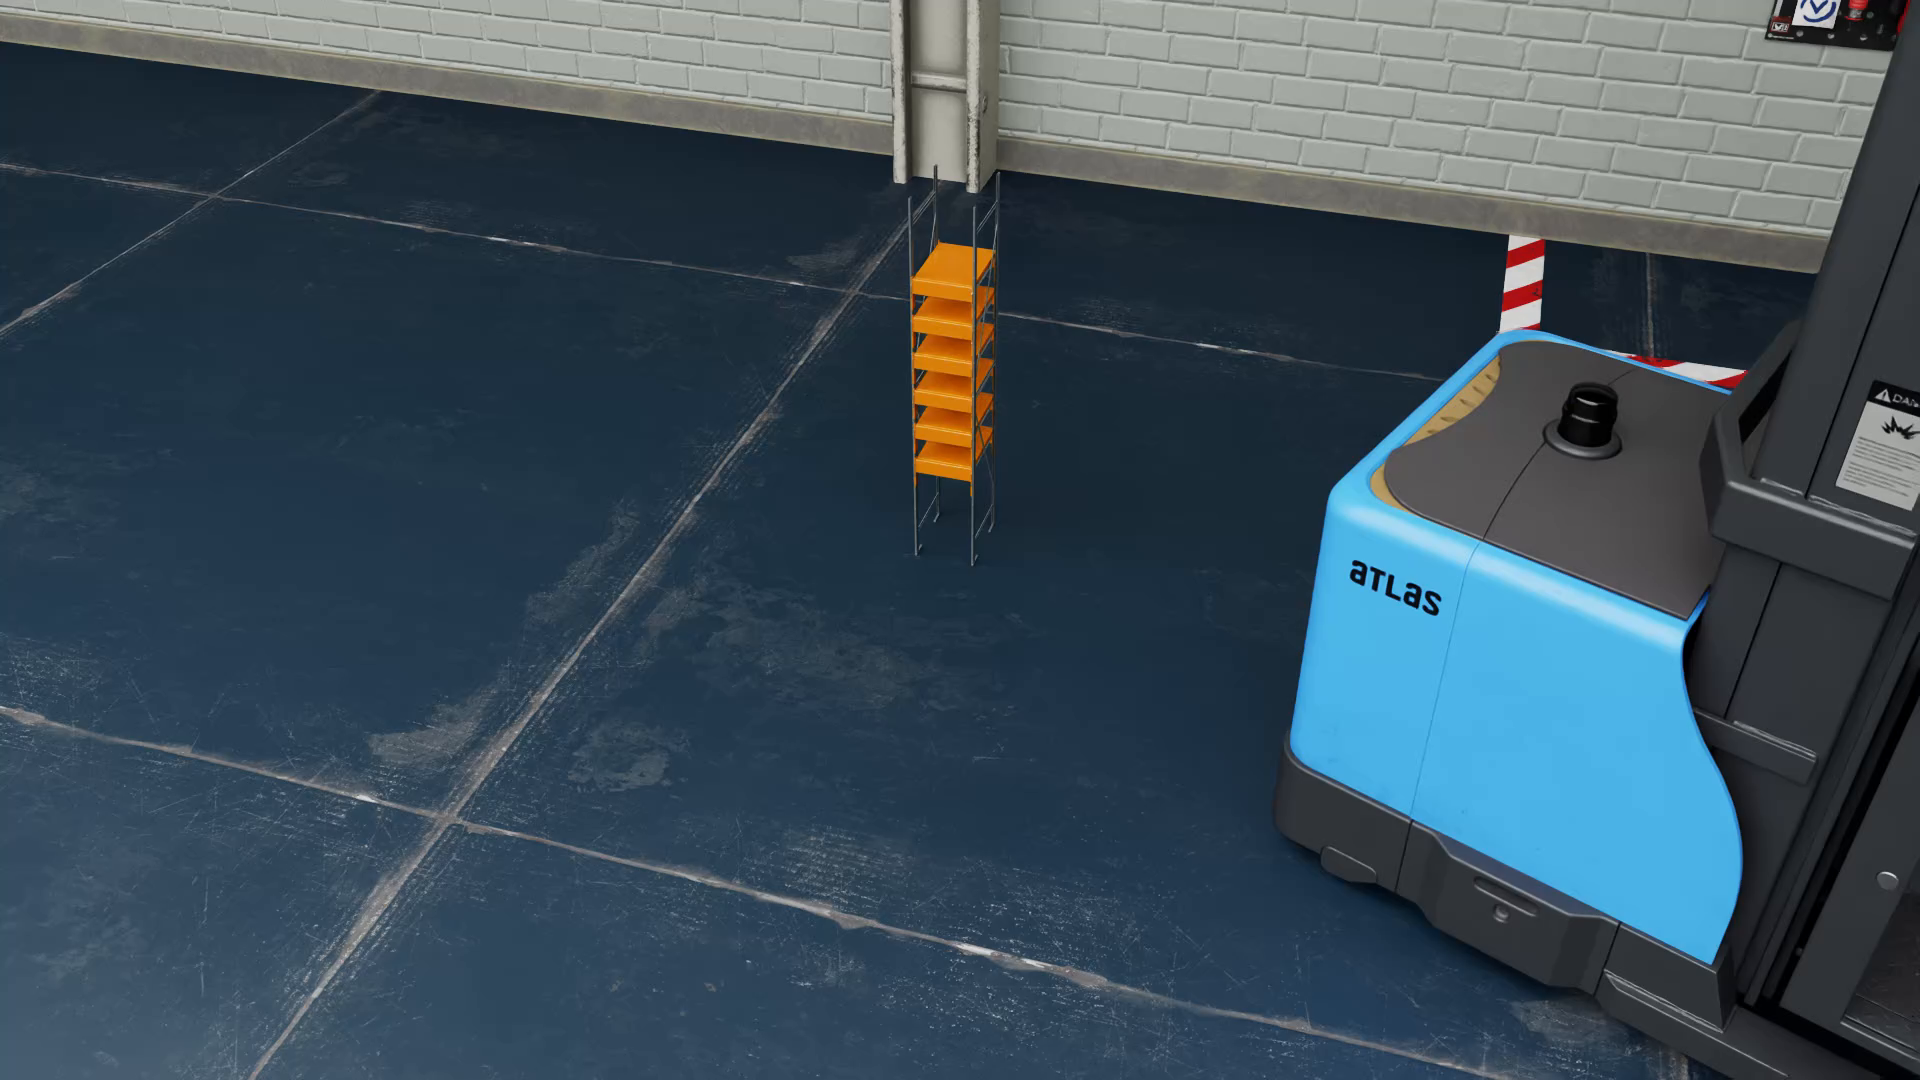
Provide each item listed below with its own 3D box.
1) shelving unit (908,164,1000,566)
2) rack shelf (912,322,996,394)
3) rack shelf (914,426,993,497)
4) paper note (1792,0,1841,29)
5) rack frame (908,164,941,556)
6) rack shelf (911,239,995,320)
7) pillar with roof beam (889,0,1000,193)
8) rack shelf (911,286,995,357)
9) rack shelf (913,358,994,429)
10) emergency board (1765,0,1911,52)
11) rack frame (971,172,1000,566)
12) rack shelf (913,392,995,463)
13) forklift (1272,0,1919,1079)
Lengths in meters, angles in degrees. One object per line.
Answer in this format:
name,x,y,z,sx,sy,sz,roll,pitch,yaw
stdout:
shelving unit,-0.014,-0.486,4.898,0.189,1.200,0.258,10,38,14
rack shelf,-0.014,-0.547,4.853,0.180,0.103,0.258,10,38,14
rack shelf,-0.014,-0.257,5.066,0.180,0.103,0.258,10,38,14
paper note,3.169,-1.971,6.141,0.142,0.148,0.016,10,38,14
rack frame,-0.101,-0.502,4.920,0.006,1.200,0.240,10,38,14
rack shelf,-0.014,-0.740,4.711,0.180,0.103,0.258,10,38,14
pillar with roof beam,-1.346,-2.838,1.514,0.400,9.000,9.100,10,38,14
rack shelf,-0.014,-0.643,4.782,0.180,0.103,0.258,10,38,14
rack shelf,-0.014,-0.450,4.924,0.180,0.103,0.258,10,38,14
emergency board,3.318,-2.255,5.784,0.643,1.169,0.194,10,38,14
rack frame,0.074,-0.470,4.876,0.006,1.200,0.240,10,38,14
rack shelf,-0.014,-0.353,4.995,0.180,0.103,0.258,10,38,14
forklift,2.256,-0.103,2.918,3.031,2.935,1.130,25,43,30
